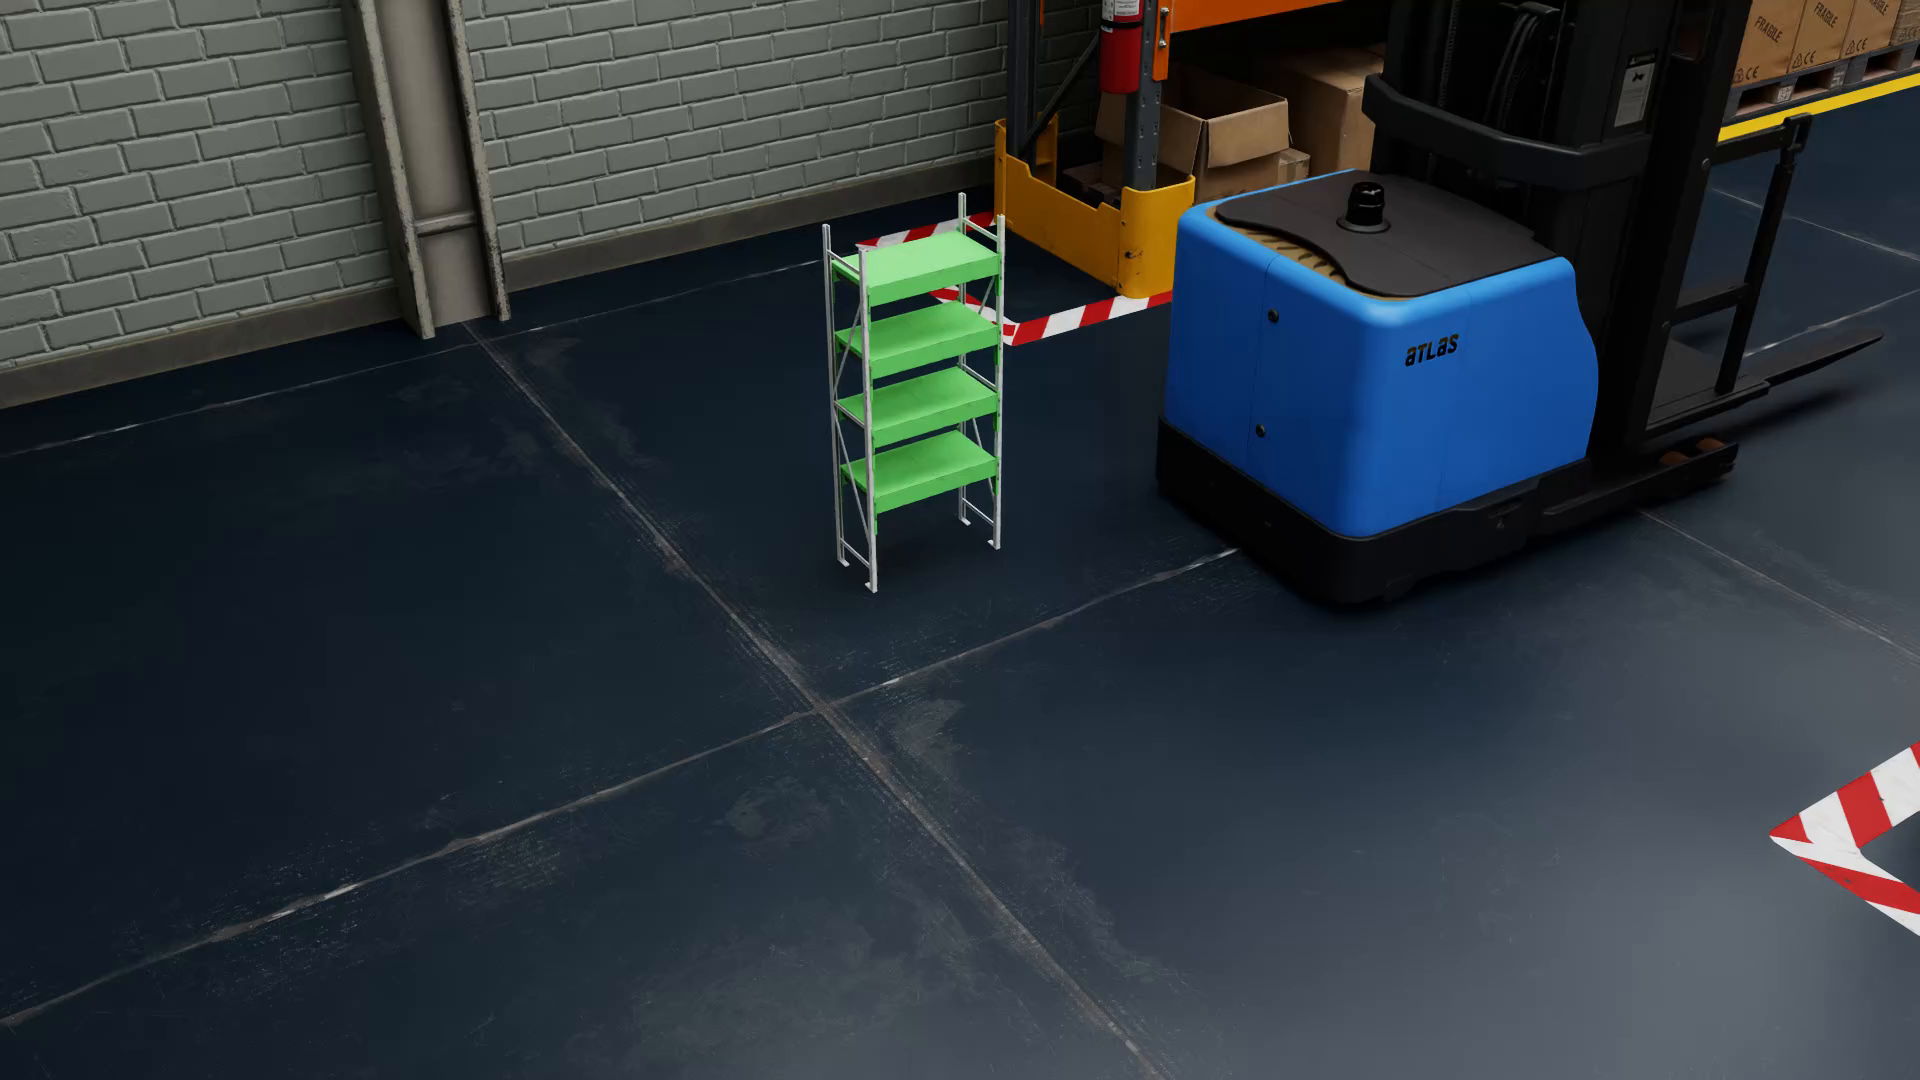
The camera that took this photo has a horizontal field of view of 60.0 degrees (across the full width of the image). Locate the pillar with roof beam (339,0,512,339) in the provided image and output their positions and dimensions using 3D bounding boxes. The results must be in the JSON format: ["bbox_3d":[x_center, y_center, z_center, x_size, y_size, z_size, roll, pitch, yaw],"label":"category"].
[{"bbox_3d":[0.118,-2.858,1.846,0.400,9.000,9.100,-19,37,-27],"label":"pillar with roof beam"}]

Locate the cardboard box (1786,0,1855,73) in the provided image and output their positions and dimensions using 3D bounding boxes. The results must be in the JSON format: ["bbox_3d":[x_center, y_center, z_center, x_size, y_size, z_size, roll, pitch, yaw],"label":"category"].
[{"bbox_3d":[4.873,-3.100,9.803,0.500,0.500,0.500,-19,37,-28],"label":"cardboard box"}]

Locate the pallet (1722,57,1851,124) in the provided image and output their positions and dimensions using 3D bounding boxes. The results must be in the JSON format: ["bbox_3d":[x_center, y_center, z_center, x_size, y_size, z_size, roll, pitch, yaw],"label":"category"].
[{"bbox_3d":[4.565,-2.855,10.079,1.213,0.211,1.003,-19,37,-27],"label":"pallet"}]

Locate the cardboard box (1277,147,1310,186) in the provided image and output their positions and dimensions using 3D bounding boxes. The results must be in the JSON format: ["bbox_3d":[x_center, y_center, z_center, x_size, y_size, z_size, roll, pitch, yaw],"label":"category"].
[{"bbox_3d":[1.484,-1.838,8.131,0.250,0.149,0.380,-21,38,-29],"label":"cardboard box"}]

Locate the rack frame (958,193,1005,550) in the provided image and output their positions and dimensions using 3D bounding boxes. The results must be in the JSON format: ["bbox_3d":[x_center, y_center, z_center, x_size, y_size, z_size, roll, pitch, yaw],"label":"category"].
[{"bbox_3d":[0.066,-0.530,5.466,0.015,1.200,0.240,-19,37,-27],"label":"rack frame"}]

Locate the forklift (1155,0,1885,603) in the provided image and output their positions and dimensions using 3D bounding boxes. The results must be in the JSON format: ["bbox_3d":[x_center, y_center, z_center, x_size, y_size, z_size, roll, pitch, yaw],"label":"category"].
[{"bbox_3d":[2.230,-1.613,5.560,3.031,2.935,1.130,-18,36,-26],"label":"forklift"}]

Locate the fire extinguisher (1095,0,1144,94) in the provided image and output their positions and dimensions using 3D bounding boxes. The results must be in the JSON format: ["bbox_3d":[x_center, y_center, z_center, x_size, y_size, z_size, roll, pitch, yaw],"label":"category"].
[{"bbox_3d":[0.667,-2.186,6.826,0.183,0.674,0.296,-19,37,-27],"label":"fire extinguisher"}]

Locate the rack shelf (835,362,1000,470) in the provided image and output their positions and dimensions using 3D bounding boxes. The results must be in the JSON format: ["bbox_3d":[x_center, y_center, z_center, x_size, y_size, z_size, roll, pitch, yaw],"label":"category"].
[{"bbox_3d":[-0.139,-0.406,5.388,0.480,0.148,0.258,-19,37,-27],"label":"rack shelf"}]

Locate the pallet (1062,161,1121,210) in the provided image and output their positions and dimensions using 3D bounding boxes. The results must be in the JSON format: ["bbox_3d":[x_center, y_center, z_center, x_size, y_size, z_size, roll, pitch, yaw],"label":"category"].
[{"bbox_3d":[1.274,-1.700,8.247,1.213,0.211,1.003,-19,37,-27],"label":"pallet"}]

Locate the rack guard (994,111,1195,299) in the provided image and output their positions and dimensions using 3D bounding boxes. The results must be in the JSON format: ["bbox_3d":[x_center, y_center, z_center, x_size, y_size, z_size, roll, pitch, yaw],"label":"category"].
[{"bbox_3d":[0.604,-1.591,7.804,0.348,0.500,1.175,-19,37,-27],"label":"rack guard"}]

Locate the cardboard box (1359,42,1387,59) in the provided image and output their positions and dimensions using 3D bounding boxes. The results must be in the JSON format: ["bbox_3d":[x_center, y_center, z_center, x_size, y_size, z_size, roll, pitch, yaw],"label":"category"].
[{"bbox_3d":[2.344,-2.219,8.405,0.500,0.500,0.500,-18,37,-26],"label":"cardboard box"}]

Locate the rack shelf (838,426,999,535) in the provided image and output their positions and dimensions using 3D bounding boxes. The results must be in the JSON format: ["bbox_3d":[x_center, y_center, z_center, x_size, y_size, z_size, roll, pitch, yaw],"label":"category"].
[{"bbox_3d":[-0.139,-0.203,5.516,0.480,0.148,0.258,-19,37,-27],"label":"rack shelf"}]

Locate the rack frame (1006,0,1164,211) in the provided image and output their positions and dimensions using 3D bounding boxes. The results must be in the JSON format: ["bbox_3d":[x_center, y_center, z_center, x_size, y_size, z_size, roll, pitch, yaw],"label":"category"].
[{"bbox_3d":[0.540,-2.627,7.102,0.127,3.000,1.000,-19,37,-27],"label":"rack frame"}]

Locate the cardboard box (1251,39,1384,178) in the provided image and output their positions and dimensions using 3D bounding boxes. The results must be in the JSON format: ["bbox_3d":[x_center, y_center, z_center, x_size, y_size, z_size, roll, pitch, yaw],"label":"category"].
[{"bbox_3d":[1.845,-2.111,8.234,0.500,0.500,0.700,-17,36,-25],"label":"cardboard box"}]

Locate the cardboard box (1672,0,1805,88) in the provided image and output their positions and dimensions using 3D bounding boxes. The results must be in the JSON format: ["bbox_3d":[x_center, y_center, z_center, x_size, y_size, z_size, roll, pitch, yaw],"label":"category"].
[{"bbox_3d":[4.431,-2.942,9.552,0.500,0.500,0.500,-17,36,-25],"label":"cardboard box"}]

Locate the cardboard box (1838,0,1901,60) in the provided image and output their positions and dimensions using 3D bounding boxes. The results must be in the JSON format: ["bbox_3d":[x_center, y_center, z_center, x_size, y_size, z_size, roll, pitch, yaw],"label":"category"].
[{"bbox_3d":[5.295,-3.243,10.028,0.500,0.500,0.500,-20,37,-29],"label":"cardboard box"}]

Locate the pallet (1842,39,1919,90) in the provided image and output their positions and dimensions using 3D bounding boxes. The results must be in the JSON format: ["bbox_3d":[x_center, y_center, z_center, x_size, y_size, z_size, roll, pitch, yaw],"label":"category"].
[{"bbox_3d":[5.592,-3.210,10.641,1.213,0.211,1.003,-19,37,-27],"label":"pallet"}]

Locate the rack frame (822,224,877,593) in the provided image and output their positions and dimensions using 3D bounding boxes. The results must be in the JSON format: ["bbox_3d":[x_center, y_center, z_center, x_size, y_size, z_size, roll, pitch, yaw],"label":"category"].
[{"bbox_3d":[-0.344,-0.389,5.242,0.015,1.200,0.240,-19,37,-27],"label":"rack frame"}]

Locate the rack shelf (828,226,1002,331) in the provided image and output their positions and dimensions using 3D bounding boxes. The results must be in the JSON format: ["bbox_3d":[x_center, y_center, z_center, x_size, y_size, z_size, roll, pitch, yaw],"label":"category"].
[{"bbox_3d":[-0.139,-0.812,5.132,0.480,0.148,0.258,-19,37,-27],"label":"rack shelf"}]

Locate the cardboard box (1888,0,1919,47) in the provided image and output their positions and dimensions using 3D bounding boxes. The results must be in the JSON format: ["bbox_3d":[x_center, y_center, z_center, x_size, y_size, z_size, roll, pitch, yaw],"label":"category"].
[{"bbox_3d":[5.734,-3.390,10.262,0.500,0.500,0.500,-20,38,-29],"label":"cardboard box"}]

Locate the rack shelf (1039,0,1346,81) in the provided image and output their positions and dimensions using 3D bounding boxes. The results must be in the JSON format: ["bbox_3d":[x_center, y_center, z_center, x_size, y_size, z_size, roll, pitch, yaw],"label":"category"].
[{"bbox_3d":[2.221,-2.900,8.211,4.000,0.370,1.077,-19,37,-27],"label":"rack shelf"}]

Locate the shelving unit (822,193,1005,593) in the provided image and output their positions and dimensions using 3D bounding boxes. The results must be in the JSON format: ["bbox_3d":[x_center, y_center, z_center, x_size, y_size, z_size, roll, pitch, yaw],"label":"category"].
[{"bbox_3d":[-0.139,-0.460,5.354,0.503,1.200,0.258,-19,37,-27],"label":"shelving unit"}]

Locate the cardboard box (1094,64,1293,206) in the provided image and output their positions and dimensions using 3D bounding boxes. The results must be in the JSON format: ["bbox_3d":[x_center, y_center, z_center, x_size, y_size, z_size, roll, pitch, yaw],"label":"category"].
[{"bbox_3d":[1.106,-1.883,7.869,0.637,0.503,0.797,-21,38,-29],"label":"cardboard box"}]

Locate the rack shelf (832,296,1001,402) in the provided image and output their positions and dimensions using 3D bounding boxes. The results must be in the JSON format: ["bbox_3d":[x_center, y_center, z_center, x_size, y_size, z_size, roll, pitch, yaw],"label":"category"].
[{"bbox_3d":[-0.139,-0.609,5.260,0.480,0.148,0.258,-19,37,-27],"label":"rack shelf"}]

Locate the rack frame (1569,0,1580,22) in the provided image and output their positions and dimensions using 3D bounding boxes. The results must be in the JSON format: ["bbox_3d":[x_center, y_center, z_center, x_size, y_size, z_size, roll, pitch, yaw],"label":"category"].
[{"bbox_3d":[3.902,-3.783,8.935,0.127,3.000,1.000,-19,37,-27],"label":"rack frame"}]
